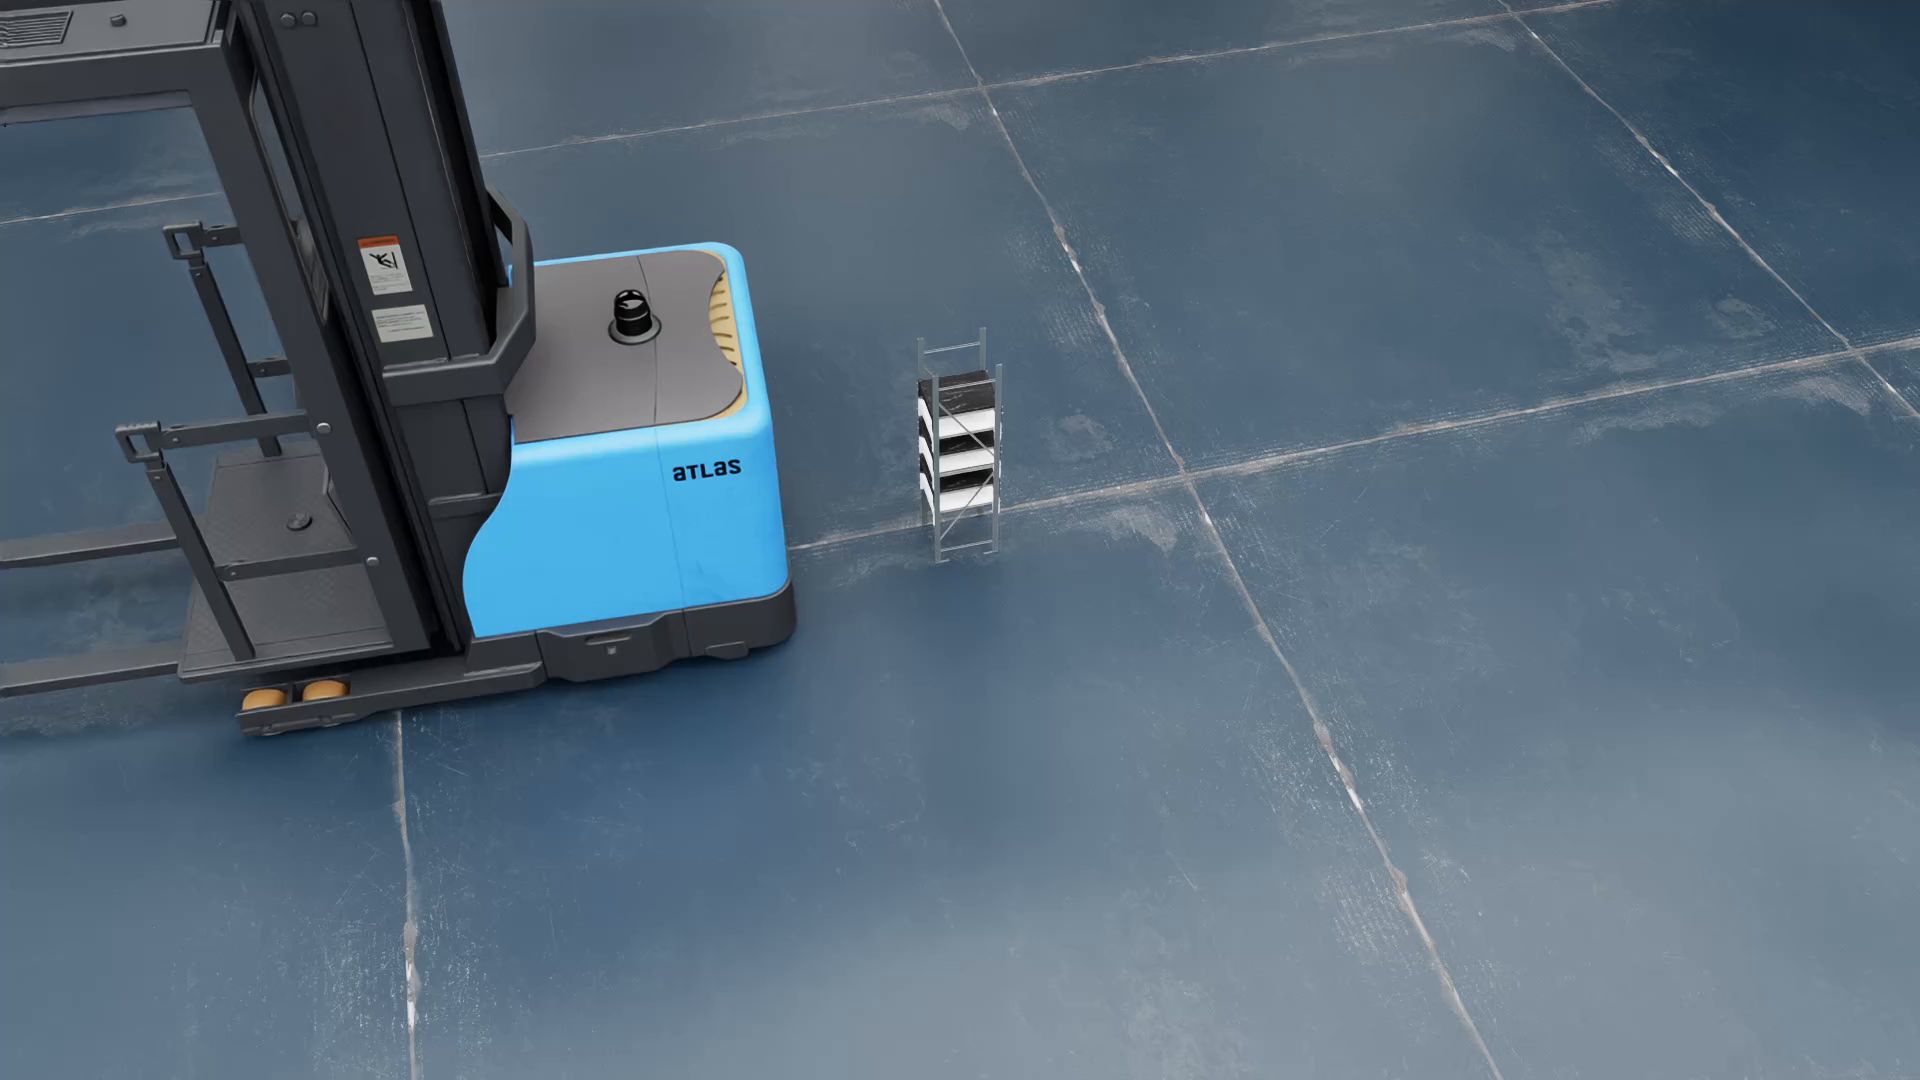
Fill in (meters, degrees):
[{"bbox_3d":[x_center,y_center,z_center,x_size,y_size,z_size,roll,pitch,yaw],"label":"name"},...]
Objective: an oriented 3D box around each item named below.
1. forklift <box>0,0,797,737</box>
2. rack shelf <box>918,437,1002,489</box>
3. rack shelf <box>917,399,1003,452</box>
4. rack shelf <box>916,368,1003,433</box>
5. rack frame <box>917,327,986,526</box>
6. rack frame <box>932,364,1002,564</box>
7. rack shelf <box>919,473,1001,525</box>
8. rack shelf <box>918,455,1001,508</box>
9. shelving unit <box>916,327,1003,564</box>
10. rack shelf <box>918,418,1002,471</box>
[{"bbox_3d":[-2.145,-0.780,4.962,3.031,2.935,1.130,-8,46,-8],"label":"forklift"},{"bbox_3d":[-0.002,-0.297,5.958,0.258,0.077,0.200,-11,47,-10],"label":"rack shelf"},{"bbox_3d":[-0.002,-0.423,5.829,0.258,0.077,0.200,-11,47,-10],"label":"rack shelf"},{"bbox_3d":[-0.002,-0.486,5.765,0.258,0.077,0.200,-11,47,-10],"label":"rack shelf"},{"bbox_3d":[-0.028,-0.391,6.003,0.240,0.900,0.006,-11,47,-10],"label":"rack frame"},{"bbox_3d":[0.024,-0.250,5.865,0.240,0.900,0.006,-11,47,-10],"label":"rack frame"},{"bbox_3d":[-0.002,-0.171,6.086,0.258,0.077,0.200,-11,47,-10],"label":"rack shelf"},{"bbox_3d":[-0.002,-0.234,6.022,0.258,0.077,0.200,-11,47,-10],"label":"rack shelf"},{"bbox_3d":[-0.002,-0.321,5.934,0.258,0.900,0.210,-11,47,-10],"label":"shelving unit"},{"bbox_3d":[-0.002,-0.360,5.894,0.258,0.077,0.200,-11,47,-10],"label":"rack shelf"}]
